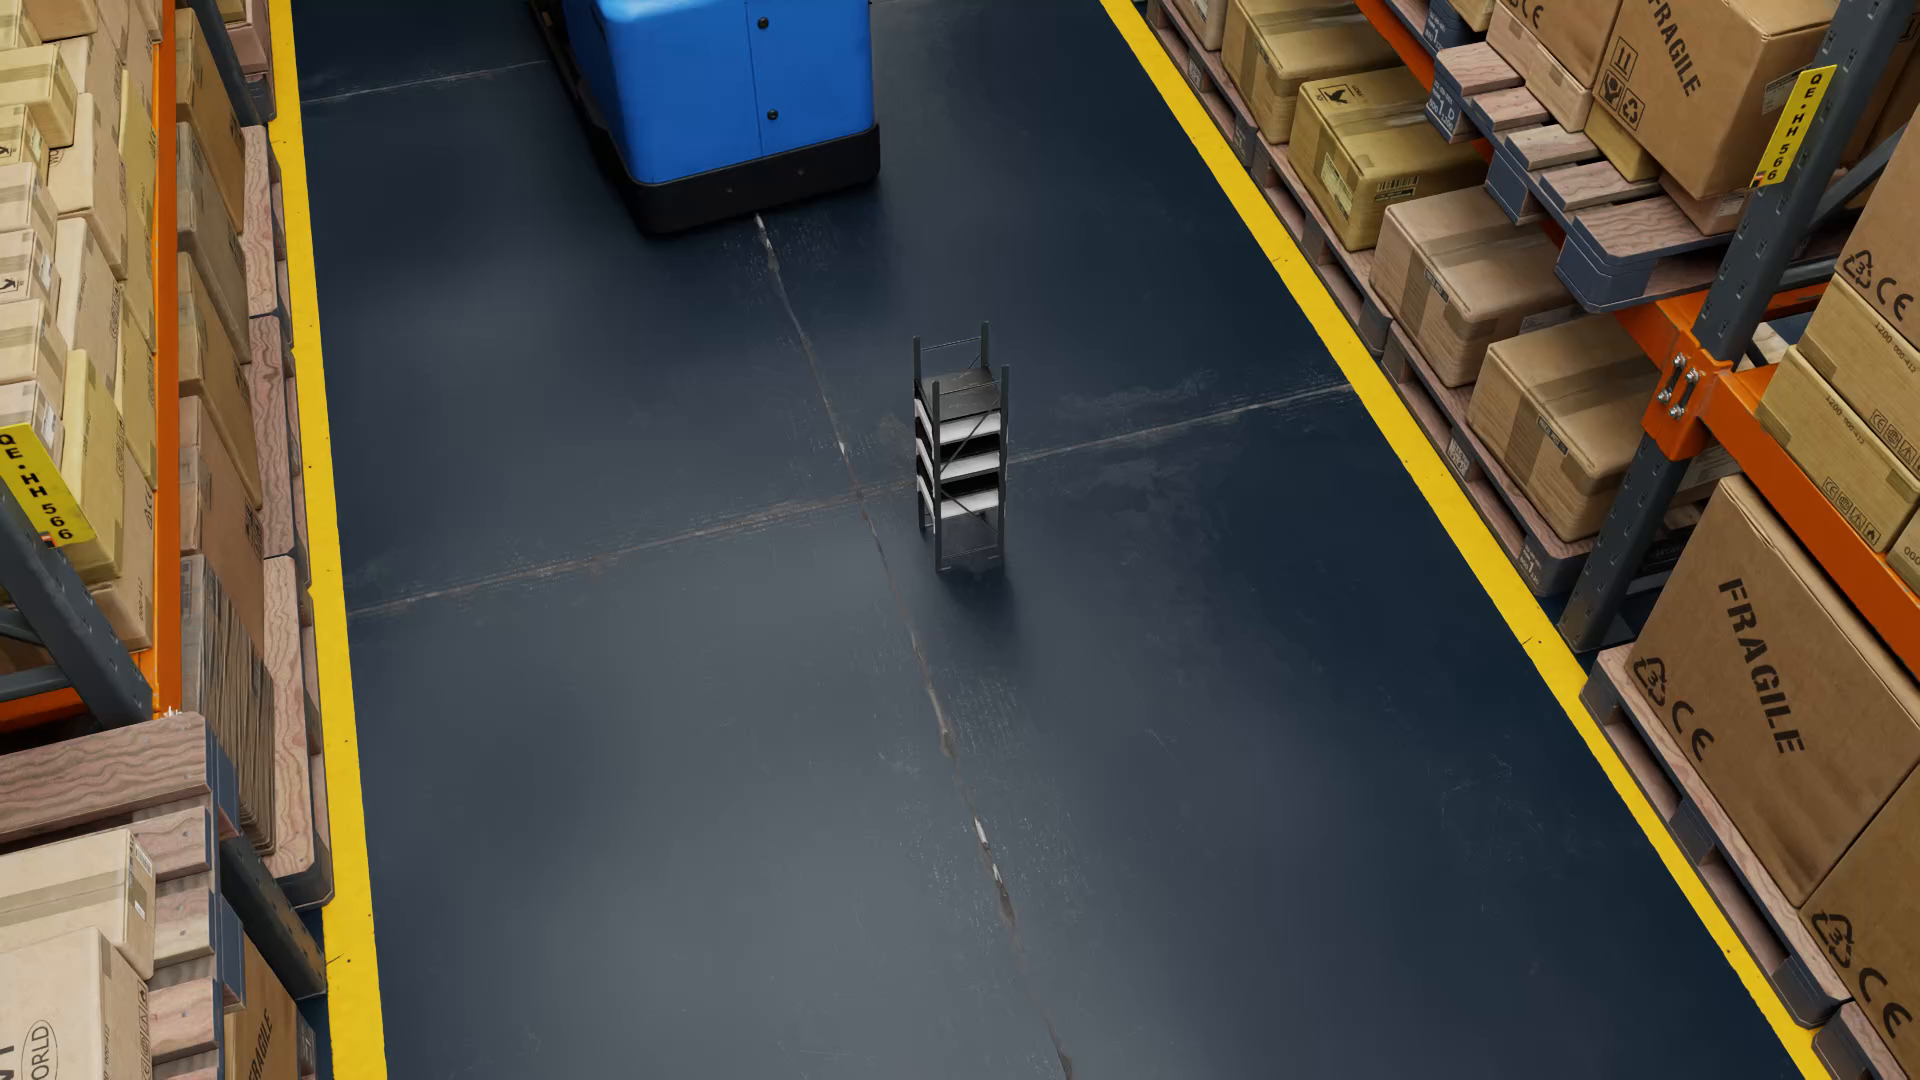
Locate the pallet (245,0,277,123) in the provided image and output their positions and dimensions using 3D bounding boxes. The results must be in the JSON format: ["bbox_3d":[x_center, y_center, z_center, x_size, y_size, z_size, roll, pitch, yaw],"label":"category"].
[{"bbox_3d":[-3.651,-2.235,7.496,1.003,0.211,1.213,-13,51,-11],"label":"pallet"}]

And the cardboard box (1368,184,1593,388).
[{"bbox_3d":[2.084,-0.987,6.064,0.950,0.372,0.625,-14,51,-12],"label":"cardboard box"}]

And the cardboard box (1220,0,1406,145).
[{"bbox_3d":[1.658,-2.050,6.960,0.950,0.372,0.625,-10,51,-9],"label":"cardboard box"}]

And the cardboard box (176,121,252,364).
[{"bbox_3d":[-3.069,-0.966,5.881,0.875,0.625,0.625,-14,51,-11],"label":"cardboard box"}]

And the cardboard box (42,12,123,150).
[{"bbox_3d":[-2.631,-1.233,4.599,0.500,0.250,0.500,-13,51,-10],"label":"cardboard box"}]

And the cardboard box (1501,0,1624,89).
[{"bbox_3d":[1.904,-1.654,4.648,0.500,0.500,0.500,-14,51,-12],"label":"cardboard box"}]

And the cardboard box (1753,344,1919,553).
[{"bbox_3d":[2.372,-0.284,4.126,0.500,0.250,0.500,-14,51,-12],"label":"cardboard box"}]

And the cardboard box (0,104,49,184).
[{"bbox_3d":[-2.459,-0.904,4.060,0.380,0.149,0.250,-13,51,-11],"label":"cardboard box"}]

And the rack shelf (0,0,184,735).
[{"bbox_3d":[-2.865,-0.850,4.976,1.077,0.370,4.000,-13,51,-11],"label":"rack shelf"}]

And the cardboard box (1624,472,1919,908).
[{"bbox_3d":[2.592,0.326,4.628,0.875,0.875,0.875,-14,51,-11],"label":"cardboard box"}]

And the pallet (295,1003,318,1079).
[{"bbox_3d":[-2.088,1.831,4.068,1.003,0.211,1.213,-13,51,-11],"label":"pallet"}]

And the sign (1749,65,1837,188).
[{"bbox_3d":[1.952,-0.965,3.896,0.100,0.325,0.005,-13,51,-11],"label":"sign"}]

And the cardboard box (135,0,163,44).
[{"bbox_3d":[-2.903,-1.820,5.420,0.500,0.250,0.500,-14,51,-11],"label":"cardboard box"}]

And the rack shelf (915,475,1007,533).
[{"bbox_3d":[0.002,-0.147,5.564,0.258,0.077,0.200,-13,51,-11],"label":"rack shelf"}]

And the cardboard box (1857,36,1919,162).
[{"bbox_3d":[2.555,-1.391,4.426,0.500,0.500,0.500,-15,51,-12],"label":"cardboard box"}]

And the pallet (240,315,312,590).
[{"bbox_3d":[-2.836,-0.222,5.799,1.003,0.211,1.213,-13,51,-11],"label":"pallet"}]

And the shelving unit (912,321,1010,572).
[{"bbox_3d":[0.002,-0.284,5.401,0.258,0.900,0.210,-13,51,-11],"label":"shelving unit"}]

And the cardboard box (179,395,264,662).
[{"bbox_3d":[-2.645,0.074,5.004,0.875,0.625,0.625,-12,51,-10],"label":"cardboard box"}]

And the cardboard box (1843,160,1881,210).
[{"bbox_3d":[2.549,-1.080,4.589,0.380,0.149,0.250,-16,52,-13],"label":"cardboard box"}]

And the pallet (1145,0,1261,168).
[{"bbox_3d":[1.516,-2.201,7.467,1.003,0.211,1.213,-13,51,-11],"label":"pallet"}]

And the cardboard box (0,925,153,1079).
[{"bbox_3d":[-1.652,0.989,2.778,0.500,0.250,0.500,-15,52,-13],"label":"cardboard box"}]

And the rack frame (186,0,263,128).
[{"bbox_3d":[-3.456,-2.543,5.932,1.000,3.000,0.127,-13,51,-11],"label":"rack frame"}]

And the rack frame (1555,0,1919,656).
[{"bbox_3d":[2.467,-0.747,4.418,1.000,3.000,0.127,-13,51,-11],"label":"rack frame"}]

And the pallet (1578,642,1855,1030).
[{"bbox_3d":[2.629,0.745,4.984,1.003,0.211,1.213,-13,51,-11],"label":"pallet"}]

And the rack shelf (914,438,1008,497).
[{"bbox_3d":[0.002,-0.263,5.426,0.258,0.077,0.200,-13,51,-11],"label":"rack shelf"}]

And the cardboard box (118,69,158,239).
[{"bbox_3d":[-2.626,-1.075,4.792,0.500,0.250,0.500,-12,51,-10],"label":"cardboard box"}]

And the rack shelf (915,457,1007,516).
[{"bbox_3d":[0.002,-0.205,5.495,0.258,0.077,0.200,-13,51,-11],"label":"rack shelf"}]

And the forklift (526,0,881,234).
[{"bbox_3d":[-1.373,-3.327,6.638,1.130,2.935,3.031,-18,52,-15],"label":"forklift"}]

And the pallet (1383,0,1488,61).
[{"bbox_3d":[1.843,-2.121,5.702,1.003,0.211,1.213,-13,51,-11],"label":"pallet"}]

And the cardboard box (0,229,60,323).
[{"bbox_3d":[-2.267,-0.539,3.753,0.380,0.149,0.250,-12,51,-10],"label":"cardboard box"}]

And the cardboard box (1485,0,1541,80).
[{"bbox_3d":[1.813,-1.526,4.964,0.380,0.149,0.250,-16,52,-13],"label":"cardboard box"}]

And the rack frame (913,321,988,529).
[{"bbox_3d":[-0.028,-0.358,5.464,0.240,0.900,0.006,-13,51,-11],"label":"rack frame"}]

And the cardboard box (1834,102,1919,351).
[{"bbox_3d":[2.380,-0.686,3.647,0.500,0.500,0.500,-15,51,-12],"label":"cardboard box"}]

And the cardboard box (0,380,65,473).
[{"bbox_3d":[-2.086,-0.162,3.435,0.380,0.149,0.250,-12,51,-10],"label":"cardboard box"}]

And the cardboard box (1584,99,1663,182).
[{"bbox_3d":[1.997,-1.167,4.661,0.380,0.149,0.250,-13,51,-10],"label":"cardboard box"}]

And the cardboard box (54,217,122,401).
[{"bbox_3d":[-2.318,-0.480,3.964,0.500,0.250,0.500,-12,51,-10],"label":"cardboard box"}]

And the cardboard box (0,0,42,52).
[{"bbox_3d":[-2.647,-1.271,4.370,0.380,0.149,0.250,-13,51,-11],"label":"cardboard box"}]

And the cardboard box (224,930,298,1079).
[{"bbox_3d":[-1.943,1.309,4.045,0.500,0.500,0.500,-12,51,-10],"label":"cardboard box"}]

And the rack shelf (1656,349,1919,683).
[{"bbox_3d":[3.059,0.946,3.461,1.077,0.370,4.000,-13,51,-11],"label":"rack shelf"}]

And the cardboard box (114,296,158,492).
[{"bbox_3d":[-2.315,-0.321,4.157,0.500,0.250,0.500,-14,51,-12],"label":"cardboard box"}]

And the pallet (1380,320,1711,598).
[{"bbox_3d":[2.238,-0.419,5.965,1.003,0.211,1.213,-13,51,-11],"label":"pallet"}]

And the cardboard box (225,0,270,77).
[{"bbox_3d":[-3.283,-2.220,7.184,0.500,0.250,0.500,-13,51,-11],"label":"cardboard box"}]

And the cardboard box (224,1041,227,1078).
[{"bbox_3d":[-1.885,1.143,3.760,0.380,0.149,0.250,-16,52,-13],"label":"cardboard box"}]
